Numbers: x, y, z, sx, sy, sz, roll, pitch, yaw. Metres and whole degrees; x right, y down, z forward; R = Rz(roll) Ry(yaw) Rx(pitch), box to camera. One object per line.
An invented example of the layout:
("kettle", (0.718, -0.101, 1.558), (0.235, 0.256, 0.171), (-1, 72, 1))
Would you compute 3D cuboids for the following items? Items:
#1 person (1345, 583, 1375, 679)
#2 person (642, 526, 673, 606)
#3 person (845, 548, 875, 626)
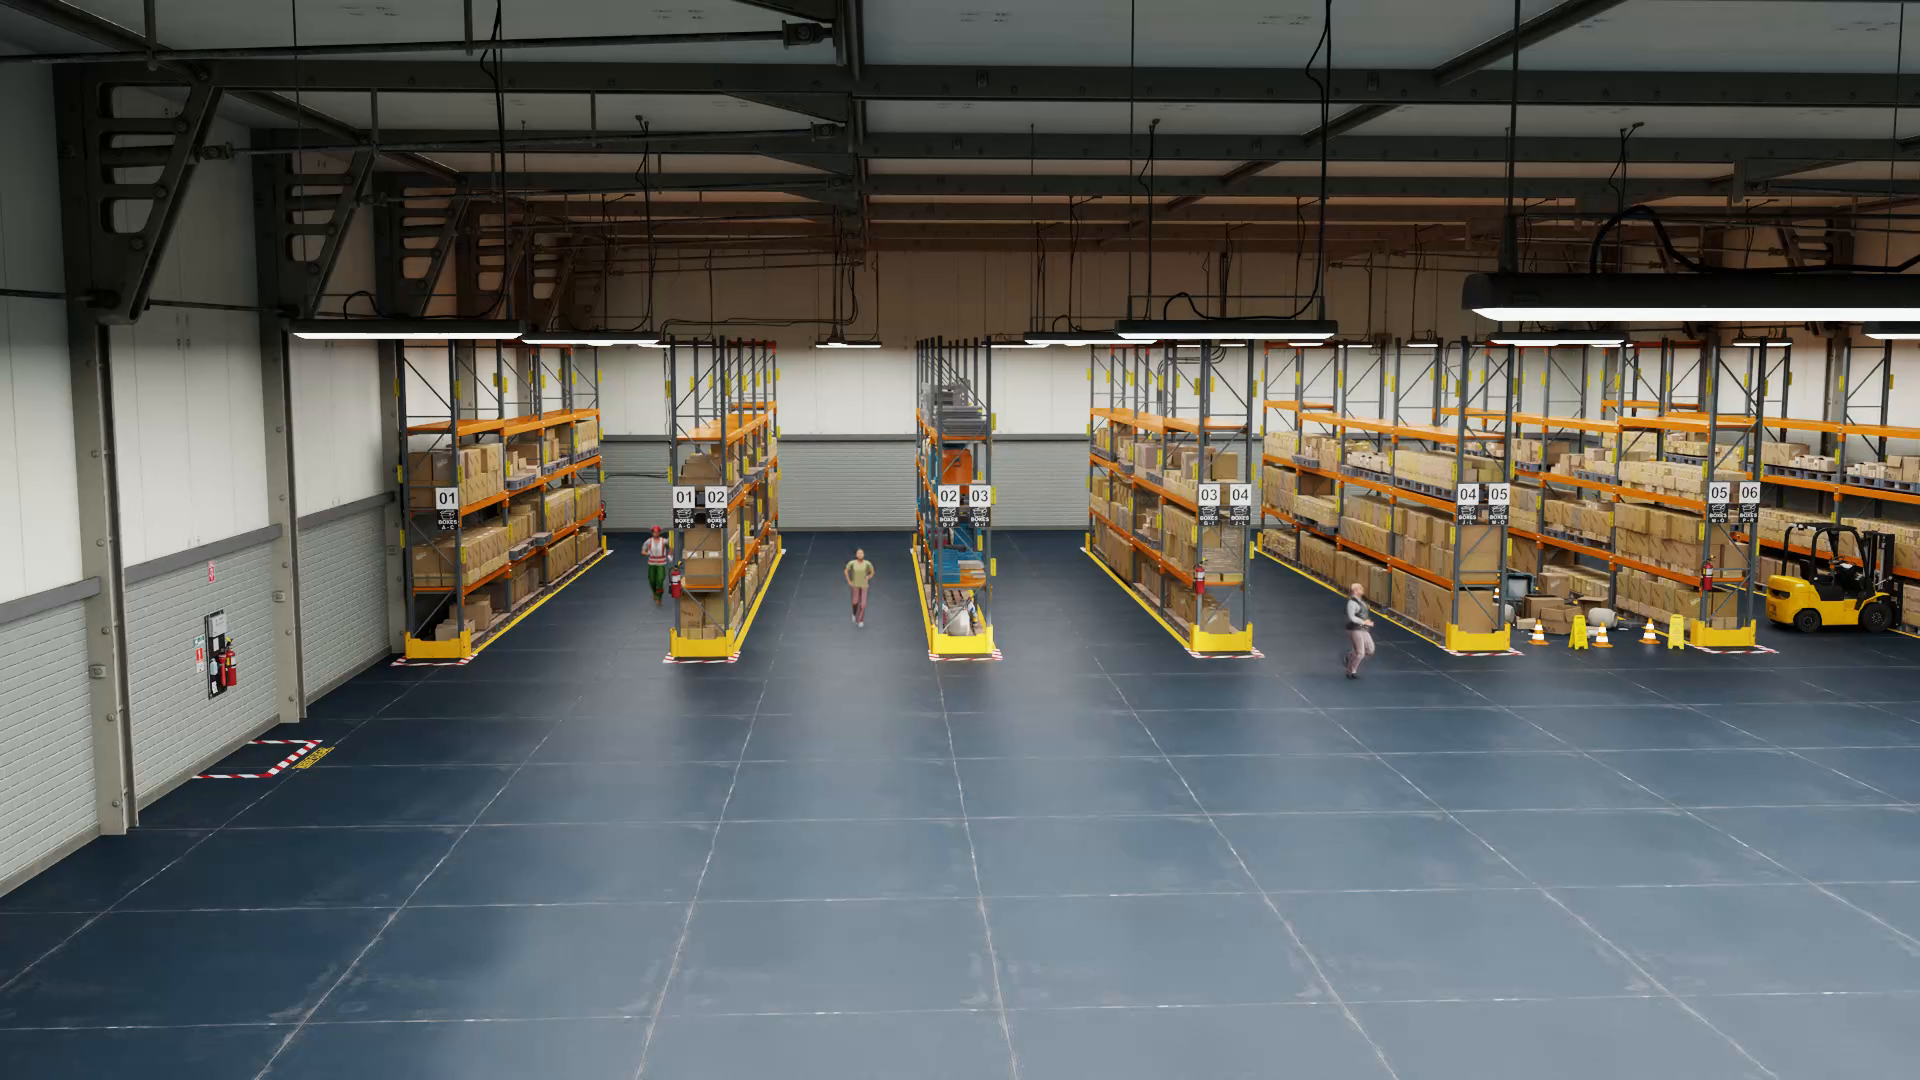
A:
("person", (6.993, 1.591, 29.106), (0.571, 1.680, 0.655), (4, 8, 32))
("person", (-6.842, 0.557, 37.513), (0.662, 1.764, 0.989), (0, 6, -3))
("person", (-2.074, 0.987, 34.555), (0.624, 1.638, 0.514), (-1, 7, -6))
